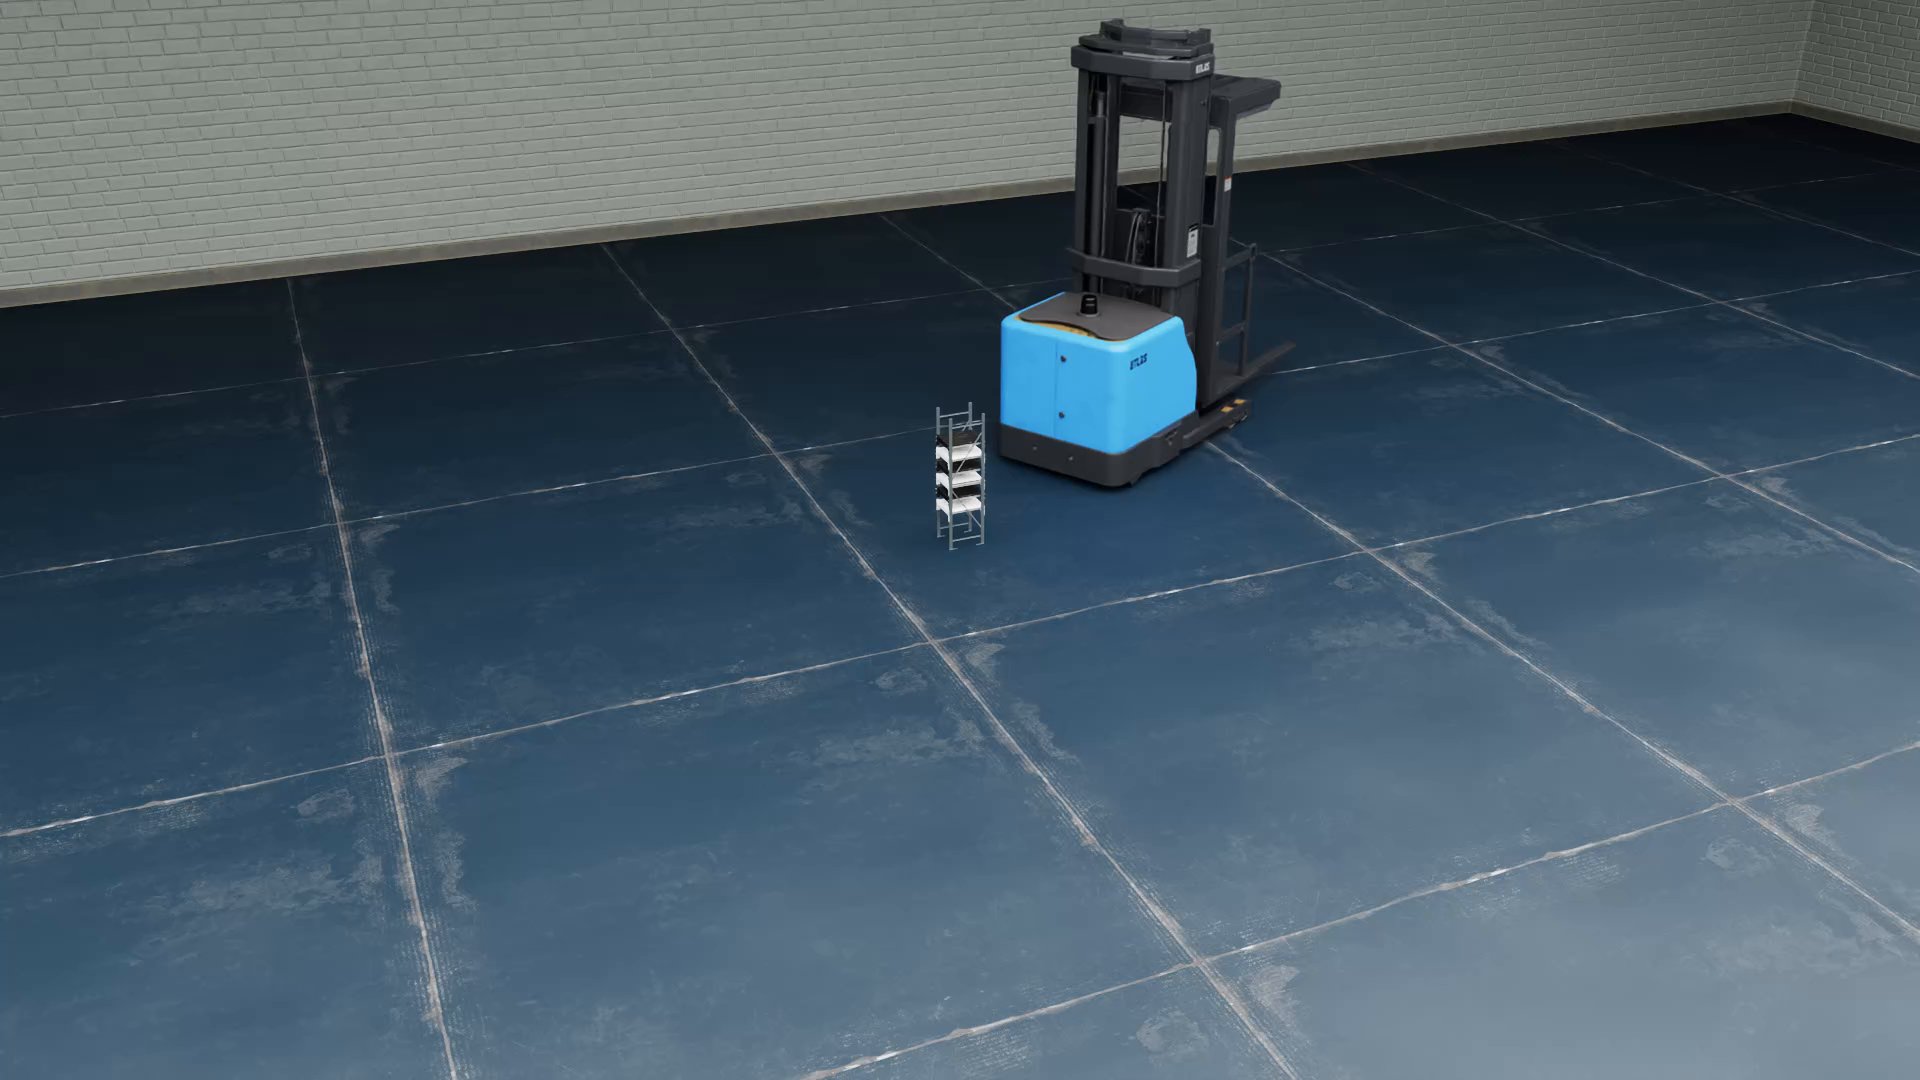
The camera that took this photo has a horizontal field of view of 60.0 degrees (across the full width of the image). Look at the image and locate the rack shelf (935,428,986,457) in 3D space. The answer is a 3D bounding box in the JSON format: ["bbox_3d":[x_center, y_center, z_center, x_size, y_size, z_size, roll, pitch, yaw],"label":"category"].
[{"bbox_3d":[0.003,-0.614,10.442,0.258,0.077,0.200,-11,28,-21],"label":"rack shelf"}]

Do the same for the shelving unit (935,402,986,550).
[{"bbox_3d":[0.003,-0.401,10.546,0.258,0.900,0.210,-11,28,-21],"label":"shelving unit"}]

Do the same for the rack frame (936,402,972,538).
[{"bbox_3d":[-0.037,-0.442,10.630,0.240,0.900,0.006,-11,28,-21],"label":"rack frame"}]

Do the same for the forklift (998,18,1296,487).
[{"bbox_3d":[1.555,-2.266,12.051,1.130,2.935,3.031,18,31,33],"label":"forklift"}]

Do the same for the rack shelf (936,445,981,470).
[{"bbox_3d":[0.003,-0.533,10.481,0.258,0.077,0.200,-11,28,-21],"label":"rack shelf"}]

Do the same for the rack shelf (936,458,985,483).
[{"bbox_3d":[0.003,-0.452,10.521,0.258,0.077,0.200,-11,28,-21],"label":"rack shelf"}]

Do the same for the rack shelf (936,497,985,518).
[{"bbox_3d":[0.003,-0.209,10.639,0.258,0.077,0.200,-11,28,-21],"label":"rack shelf"}]

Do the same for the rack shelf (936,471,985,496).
[{"bbox_3d":[0.003,-0.371,10.560,0.258,0.077,0.200,-11,28,-21],"label":"rack shelf"}]

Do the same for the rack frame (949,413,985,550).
[{"bbox_3d":[0.043,-0.360,10.462,0.240,0.900,0.006,-11,28,-21],"label":"rack frame"}]

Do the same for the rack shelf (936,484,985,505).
[{"bbox_3d":[0.003,-0.290,10.600,0.258,0.077,0.200,-11,28,-21],"label":"rack shelf"}]
